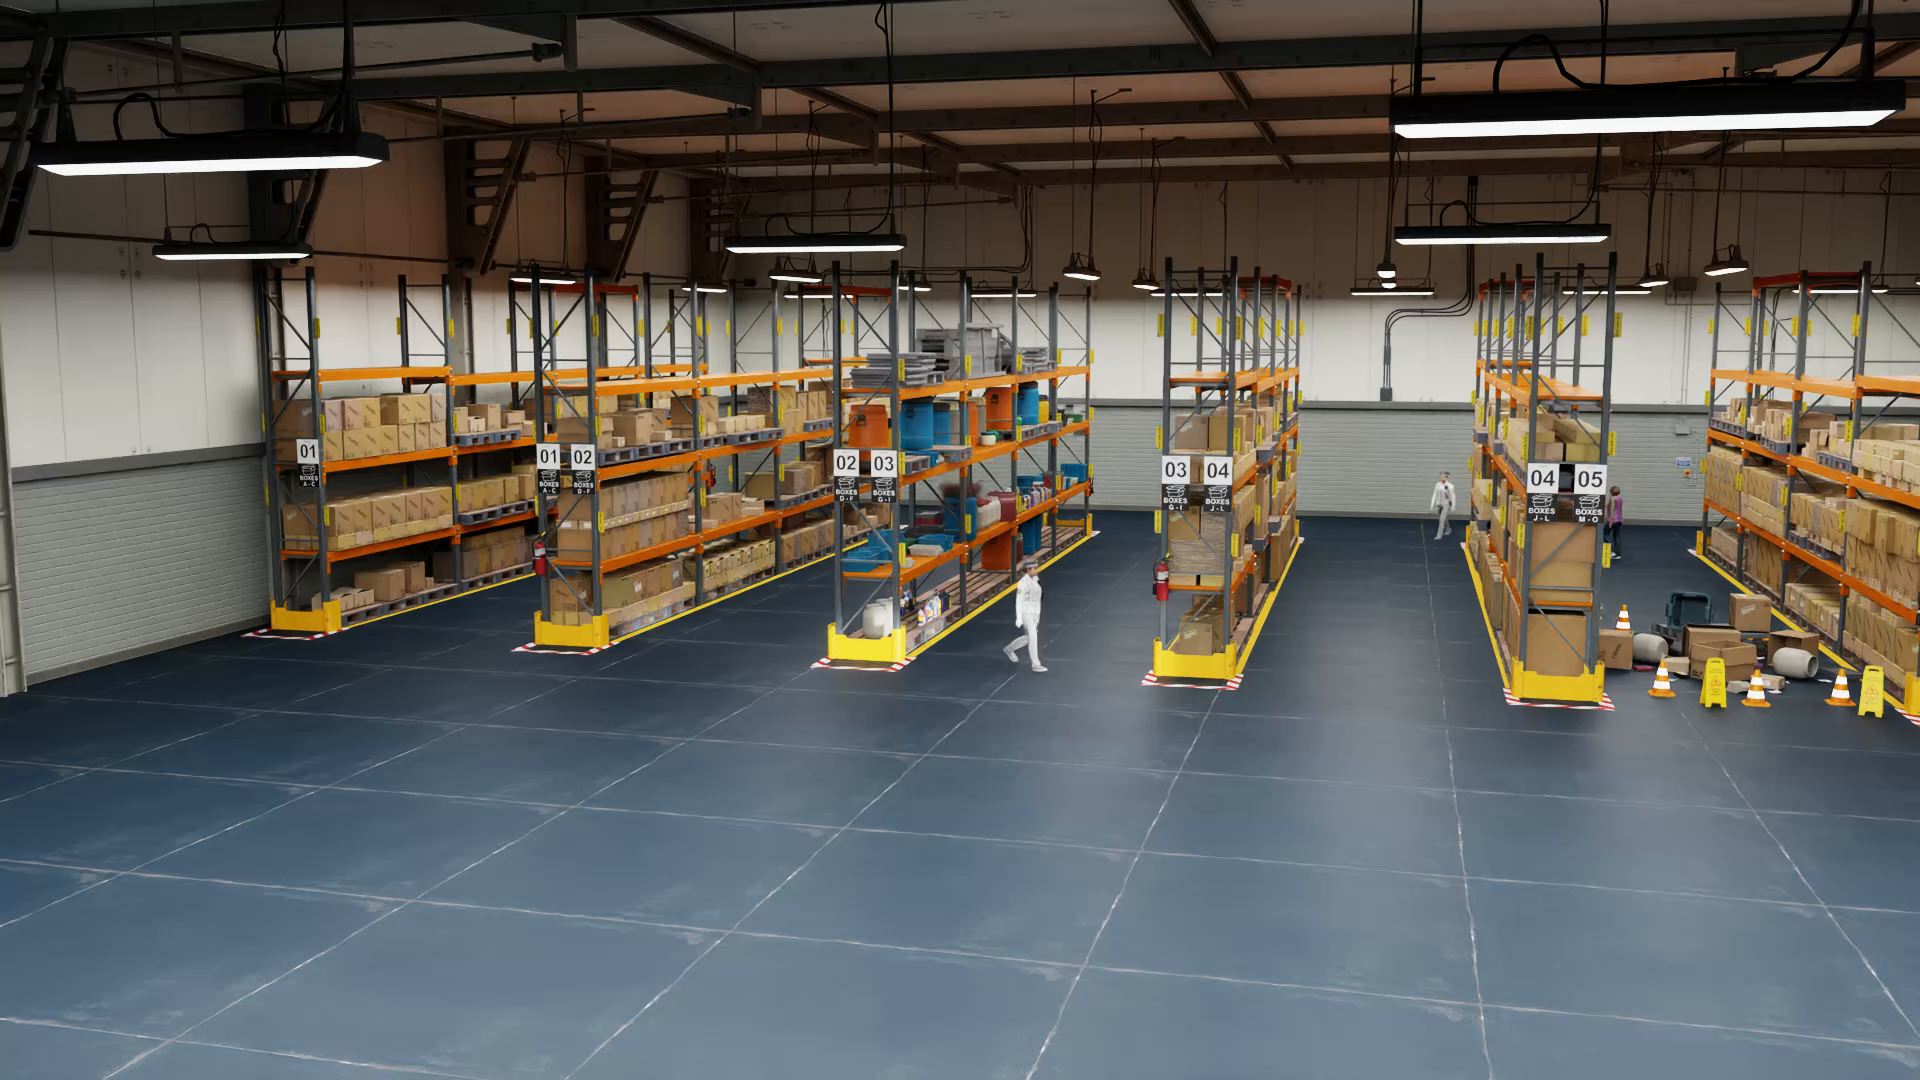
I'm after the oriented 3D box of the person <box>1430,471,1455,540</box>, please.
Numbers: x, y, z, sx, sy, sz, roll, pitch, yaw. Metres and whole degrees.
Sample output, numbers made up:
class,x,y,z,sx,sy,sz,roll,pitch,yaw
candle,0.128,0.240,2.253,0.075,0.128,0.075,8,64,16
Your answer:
class,x,y,z,sx,sy,sz,roll,pitch,yaw
person,11.524,-0.840,39.585,0.507,1.615,1.060,7,10,44

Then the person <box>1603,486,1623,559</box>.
class,x,y,z,sx,sy,sz,roll,pitch,yaw
person,14.270,-0.377,36.252,0.445,1.612,0.373,-5,9,-36

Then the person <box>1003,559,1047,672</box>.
class,x,y,z,sx,sy,sz,roll,pitch,yaw
person,0.992,1.079,24.542,0.895,1.635,0.517,5,9,35
